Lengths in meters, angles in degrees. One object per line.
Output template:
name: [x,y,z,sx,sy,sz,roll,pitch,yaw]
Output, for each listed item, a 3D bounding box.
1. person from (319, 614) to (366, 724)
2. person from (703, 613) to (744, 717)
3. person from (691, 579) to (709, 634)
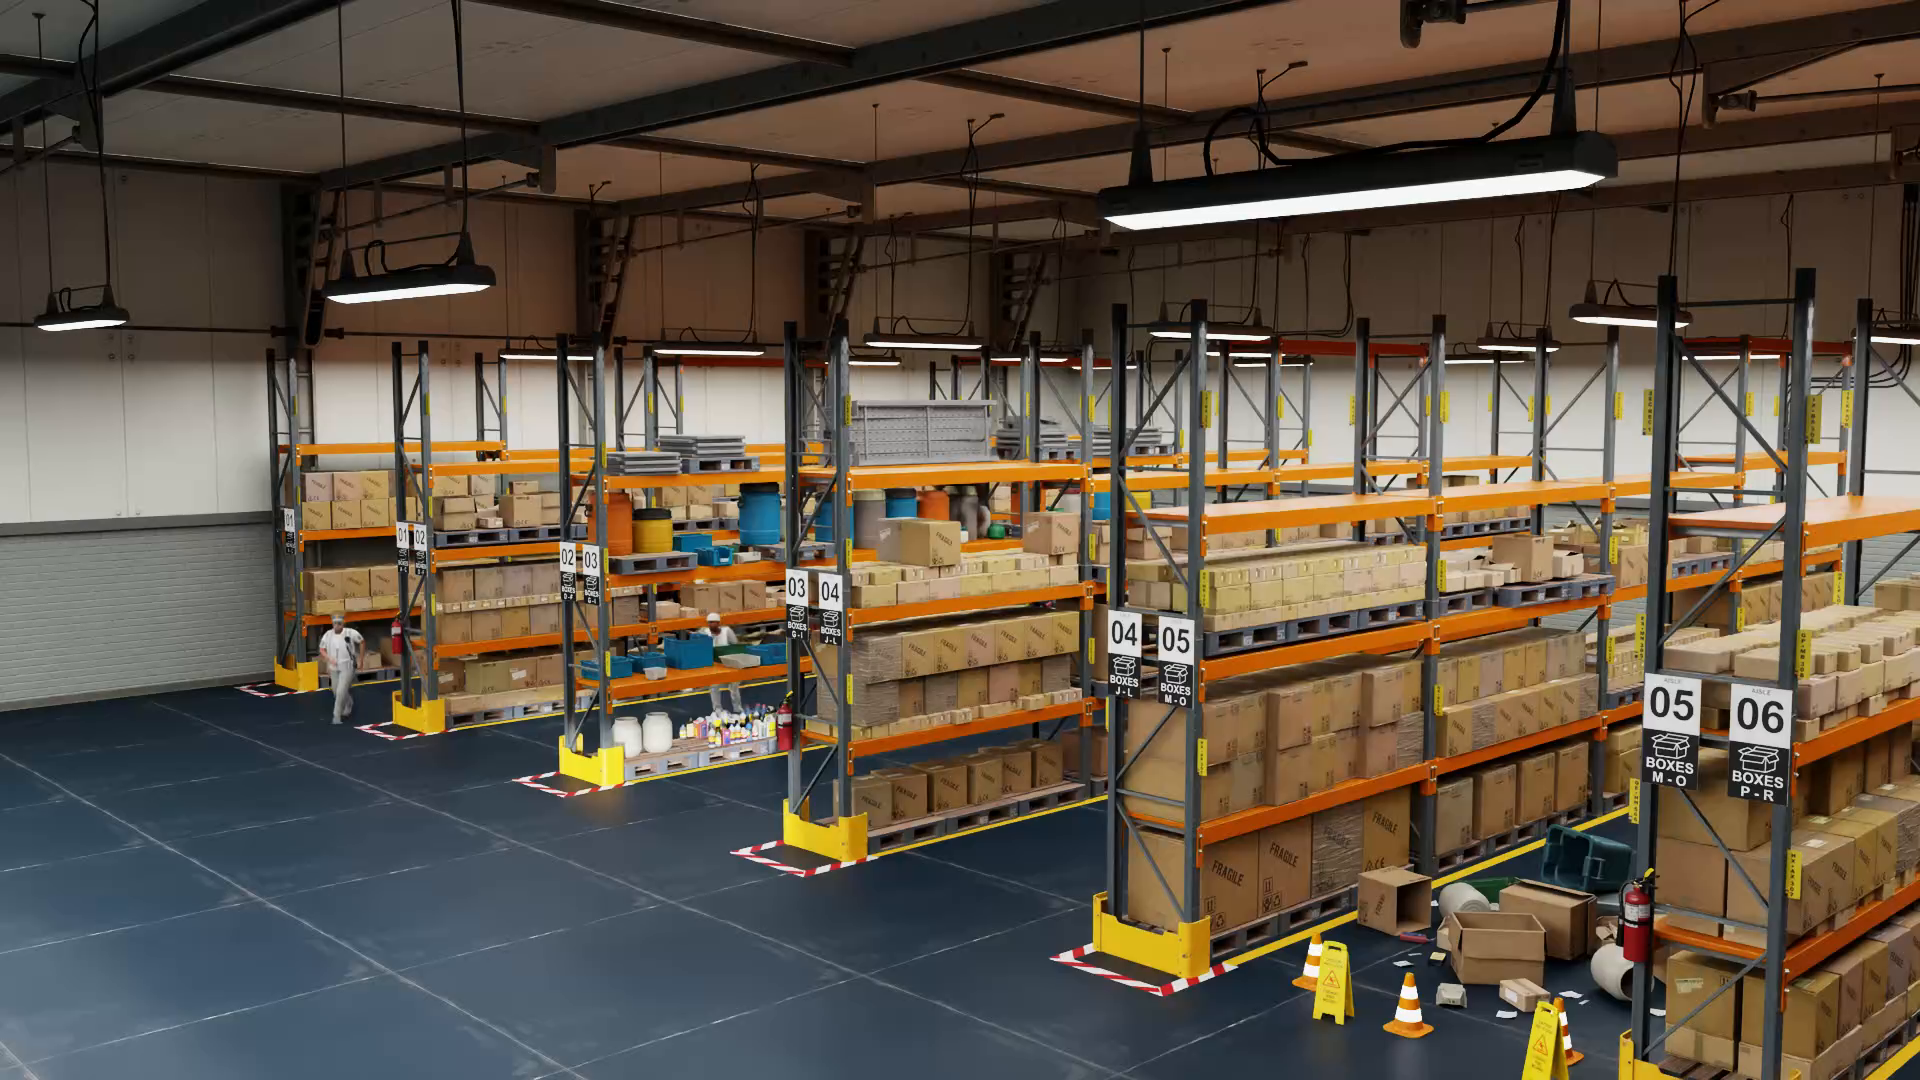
person: [-9.811,2.019,26.528,0.666,1.763,0.760,0,5,3]
person: [-3.840,2.020,26.797,0.682,1.735,0.819,0,5,-3]
person: [-4.819,1.572,31.557,0.660,1.740,0.829,4,6,36]
